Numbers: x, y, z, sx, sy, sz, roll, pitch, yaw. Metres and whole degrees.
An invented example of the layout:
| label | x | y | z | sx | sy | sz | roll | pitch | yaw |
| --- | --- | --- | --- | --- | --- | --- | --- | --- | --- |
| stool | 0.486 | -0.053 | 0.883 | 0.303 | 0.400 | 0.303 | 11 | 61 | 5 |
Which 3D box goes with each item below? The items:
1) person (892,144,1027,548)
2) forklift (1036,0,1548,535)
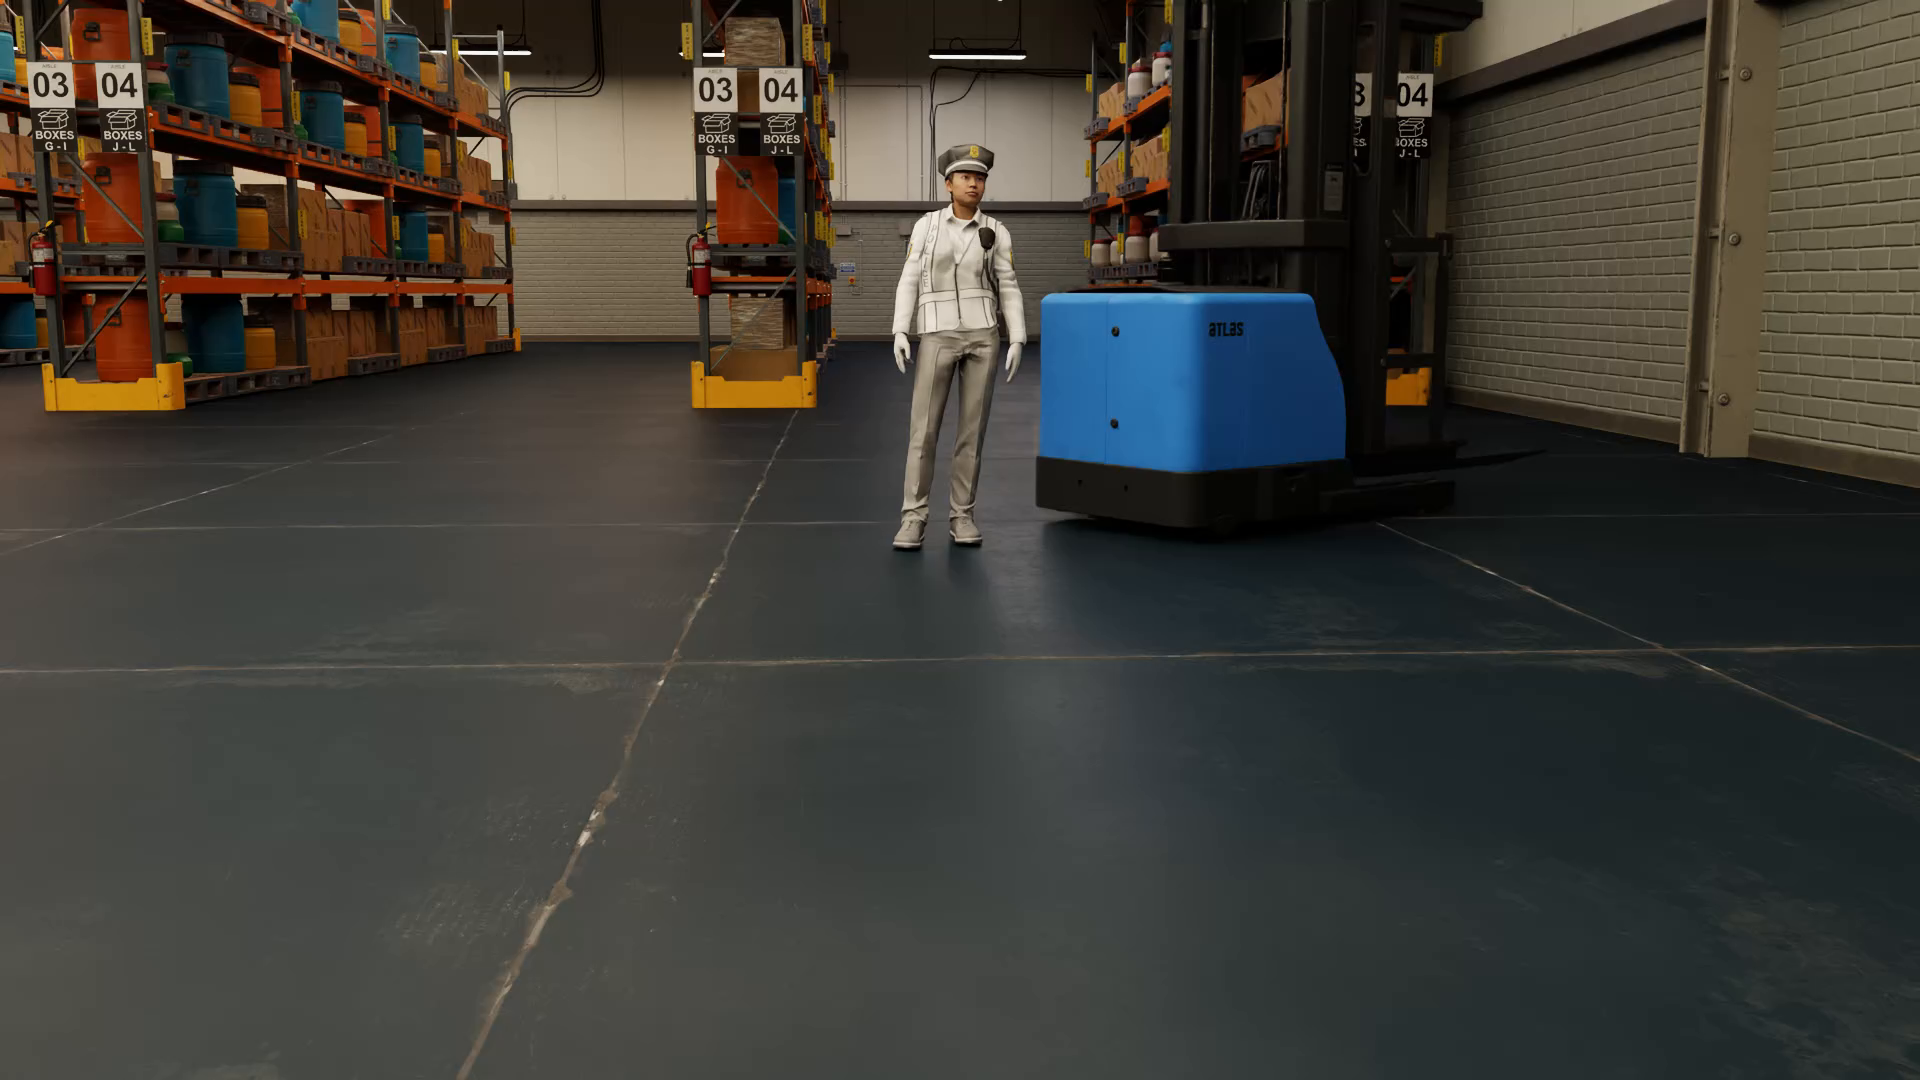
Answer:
| label | x | y | z | sx | sy | sz | roll | pitch | yaw |
| --- | --- | --- | --- | --- | --- | --- | --- | --- | --- |
| person | -0.003 | -0.835 | 7.116 | 0.586 | 1.694 | 0.530 | -1 | 8 | -4 |
| forklift | 1.832 | -1.622 | 8.256 | 3.031 | 2.935 | 1.130 | -7 | 11 | -38 |
